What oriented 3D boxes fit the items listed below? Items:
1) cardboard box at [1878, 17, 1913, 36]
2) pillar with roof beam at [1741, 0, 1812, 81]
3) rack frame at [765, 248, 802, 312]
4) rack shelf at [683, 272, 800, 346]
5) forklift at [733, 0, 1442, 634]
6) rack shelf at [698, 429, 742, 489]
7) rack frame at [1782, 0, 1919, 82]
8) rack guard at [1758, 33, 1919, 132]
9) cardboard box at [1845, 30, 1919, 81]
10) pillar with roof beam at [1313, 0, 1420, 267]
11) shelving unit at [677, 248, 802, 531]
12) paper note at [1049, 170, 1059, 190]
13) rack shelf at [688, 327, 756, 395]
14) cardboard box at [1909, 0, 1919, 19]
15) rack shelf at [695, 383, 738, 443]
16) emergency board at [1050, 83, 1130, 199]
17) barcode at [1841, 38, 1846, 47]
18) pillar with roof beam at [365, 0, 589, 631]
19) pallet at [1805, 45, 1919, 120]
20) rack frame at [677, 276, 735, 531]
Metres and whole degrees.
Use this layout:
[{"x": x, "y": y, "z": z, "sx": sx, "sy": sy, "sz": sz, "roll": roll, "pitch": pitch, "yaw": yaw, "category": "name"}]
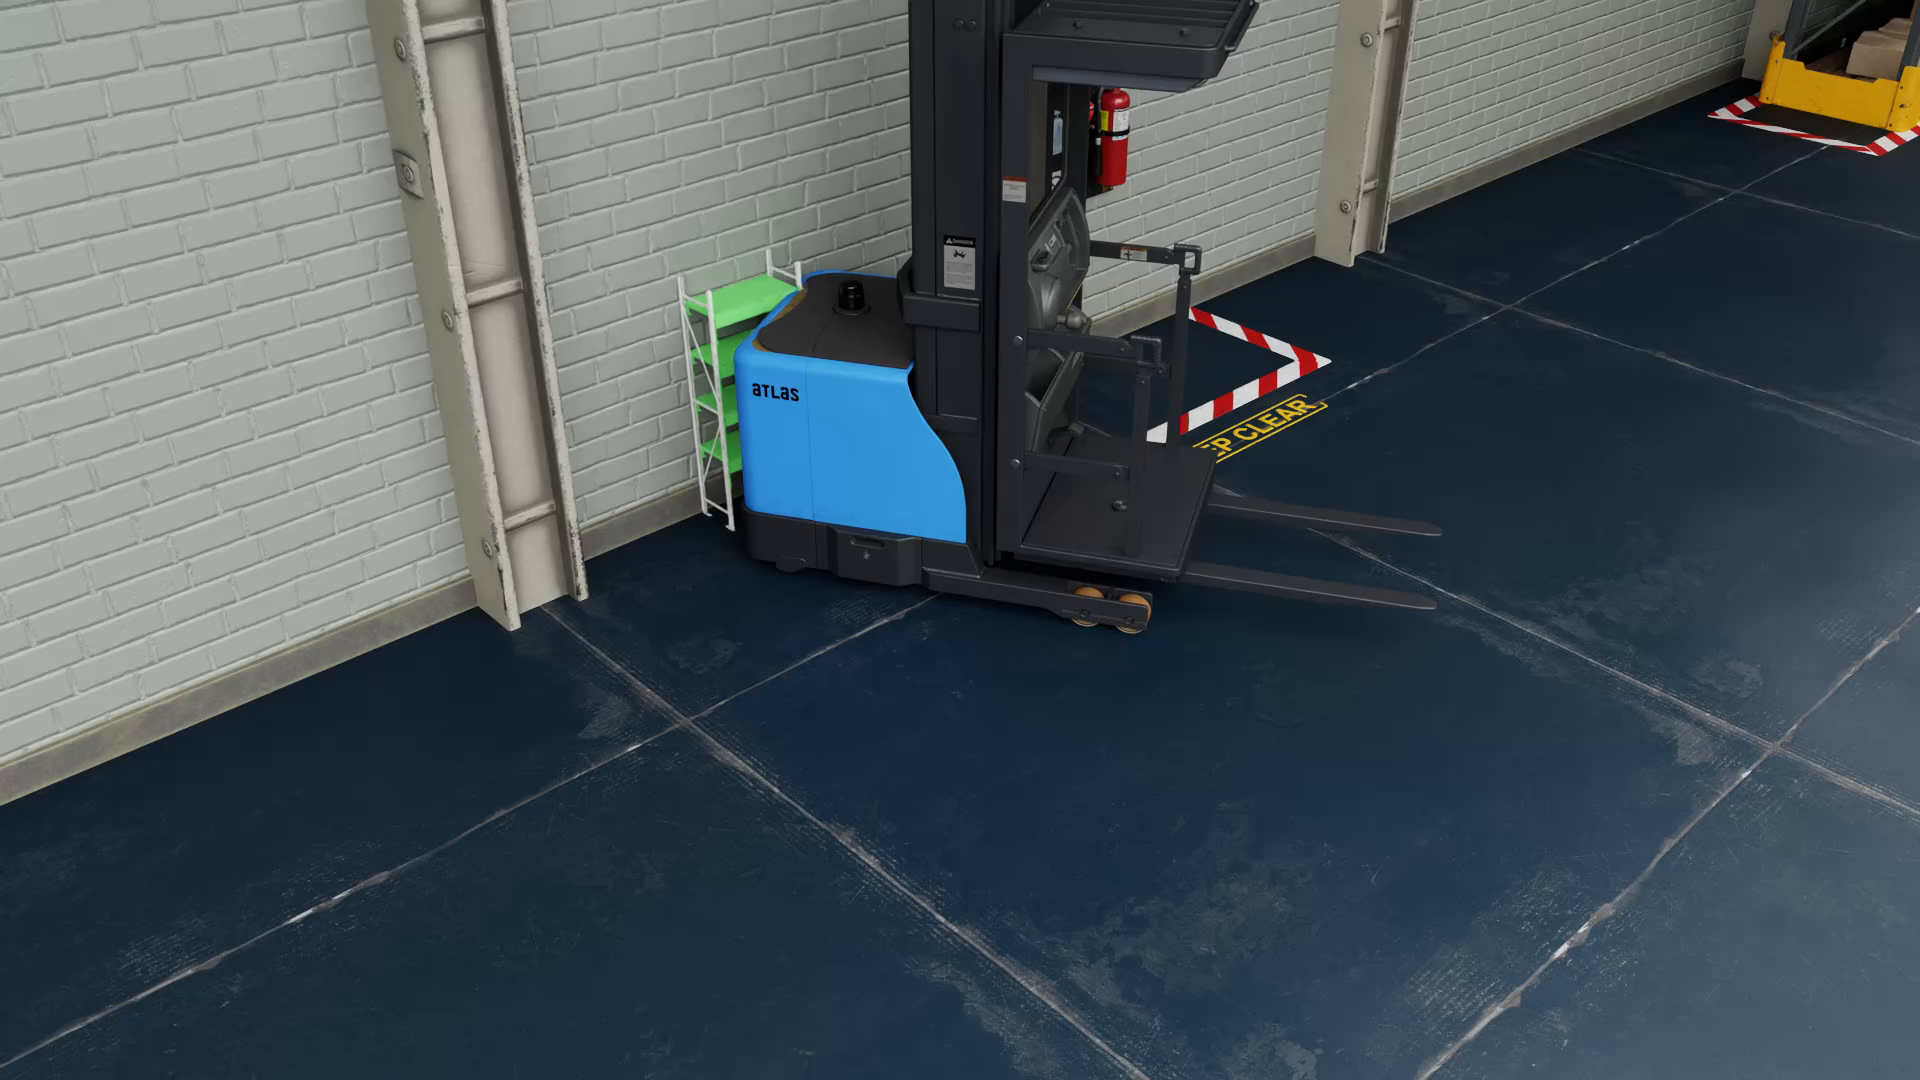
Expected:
[{"x": 7.977, "y": -4.149, "z": 13.816, "sx": 0.500, "sy": 0.311, "sz": 0.500, "roll": -22, "pitch": 38, "yaw": -32, "category": "cardboard box"}, {"x": 9.842, "y": -6.187, "z": 9.242, "sx": 0.400, "sy": 9.000, "sz": 9.100, "roll": -26, "pitch": 40, "yaw": -35, "category": "pillar with roof beam"}, {"x": -0.798, "y": -0.778, "z": 7.872, "sx": 0.015, "sy": 1.200, "sz": 0.240, "roll": -26, "pitch": 38, "yaw": -35, "category": "rack frame"}, {"x": -0.984, "y": -1.051, "z": 7.520, "sx": 0.480, "sy": 0.148, "sz": 0.258, "roll": -26, "pitch": 38, "yaw": -35, "category": "rack shelf"}, {"x": 0.599, "y": -1.161, "z": 6.839, "sx": 3.031, "sy": 2.935, "sz": 1.130, "roll": 9, "pitch": 32, "yaw": 14, "category": "forklift"}, {"x": -0.972, "y": -0.430, "z": 7.884, "sx": 0.480, "sy": 0.148, "sz": 0.258, "roll": -26, "pitch": 38, "yaw": -35, "category": "rack shelf"}, {"x": 6.990, "y": -4.695, "z": 12.553, "sx": 0.127, "sy": 3.000, "sz": 1.000, "roll": -26, "pitch": 40, "yaw": -35, "category": "rack frame"}, {"x": 7.046, "y": -3.656, "z": 13.249, "sx": 0.348, "sy": 0.500, "sz": 1.175, "roll": -26, "pitch": 40, "yaw": -35, "category": "rack guard"}, {"x": 7.559, "y": -3.947, "z": 13.485, "sx": 0.500, "sy": 0.311, "sz": 0.500, "roll": 24, "pitch": 39, "yaw": 34, "category": "cardboard box"}, {"x": 5.443, "y": -4.059, "z": 5.762, "sx": 0.400, "sy": 9.000, "sz": 9.100, "roll": -26, "pitch": 40, "yaw": -35, "category": "pillar with roof beam"}, {"x": -0.977, "y": -0.692, "z": 7.730, "sx": 0.503, "sy": 1.200, "sz": 0.258, "roll": -26, "pitch": 38, "yaw": -35, "category": "shelving unit"}, {"x": 0.501, "y": -1.872, "z": 8.781, "sx": 0.142, "sy": 0.148, "sz": 0.016, "roll": -26, "pitch": 40, "yaw": -35, "category": "paper note"}, {"x": -0.980, "y": -0.844, "z": 7.641, "sx": 0.480, "sy": 0.148, "sz": 0.258, "roll": -26, "pitch": 38, "yaw": -35, "category": "rack shelf"}, {"x": 8.549, "y": -4.471, "z": 14.161, "sx": 0.700, "sy": 0.500, "sz": 0.500, "roll": 26, "pitch": 40, "yaw": 36, "category": "cardboard box"}, {"x": -0.976, "y": -0.637, "z": 7.763, "sx": 0.480, "sy": 0.148, "sz": 0.258, "roll": -26, "pitch": 38, "yaw": -35, "category": "rack shelf"}, {"x": 0.678, "y": -2.284, "z": 8.610, "sx": 0.643, "sy": 1.169, "sz": 0.194, "roll": -26, "pitch": 40, "yaw": -35, "category": "emergency board"}, {"x": 7.300, "y": -4.110, "z": 13.743, "sx": 0.075, "sy": 0.075, "sz": 0.001, "roll": -26, "pitch": 40, "yaw": -35, "category": "barcode"}, {"x": 1.043, "y": -1.931, "z": 2.281, "sx": 0.400, "sy": 9.000, "sz": 9.100, "roll": -26, "pitch": 40, "yaw": -35, "category": "pillar with roof beam"}, {"x": 7.666, "y": -3.807, "z": 13.774, "sx": 1.213, "sy": 0.211, "sz": 1.003, "roll": -26, "pitch": 40, "yaw": -35, "category": "pallet"}, {"x": -1.156, "y": -0.606, "z": 7.589, "sx": 0.015, "sy": 1.200, "sz": 0.240, "roll": -26, "pitch": 38, "yaw": -35, "category": "rack frame"}]
